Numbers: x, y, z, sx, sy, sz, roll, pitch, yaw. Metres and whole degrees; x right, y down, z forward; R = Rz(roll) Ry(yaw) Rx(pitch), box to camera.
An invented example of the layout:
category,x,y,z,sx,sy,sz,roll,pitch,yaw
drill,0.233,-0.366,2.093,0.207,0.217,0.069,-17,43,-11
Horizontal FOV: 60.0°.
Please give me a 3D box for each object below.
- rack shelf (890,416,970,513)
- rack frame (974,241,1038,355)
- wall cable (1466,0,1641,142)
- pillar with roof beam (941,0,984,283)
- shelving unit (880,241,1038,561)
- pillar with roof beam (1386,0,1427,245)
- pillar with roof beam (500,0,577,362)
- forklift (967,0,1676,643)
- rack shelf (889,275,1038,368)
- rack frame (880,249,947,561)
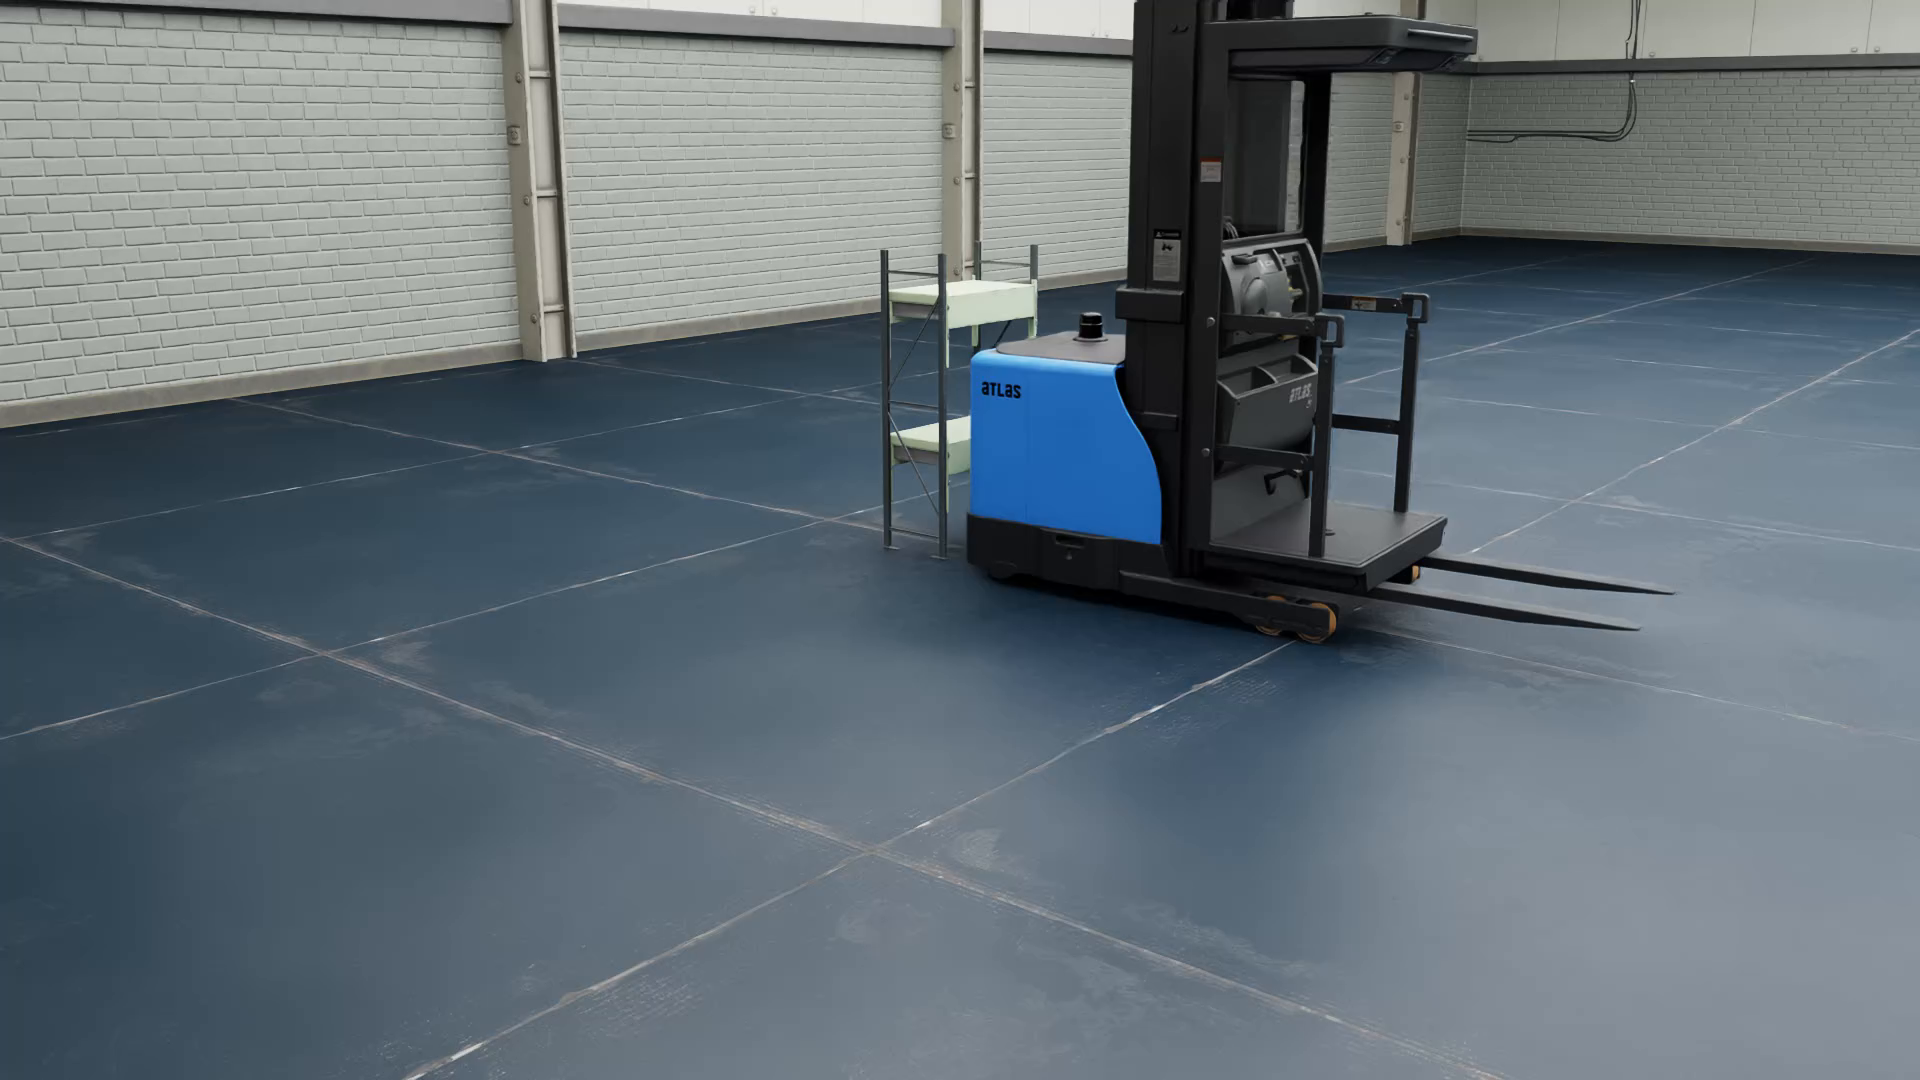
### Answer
category,x,y,z,sx,sy,sz,roll,pitch,yaw
rack shelf,0.004,-0.412,8.524,0.431,0.370,0.720,11,18,38
rack frame,0.234,-0.798,8.719,0.400,1.500,0.023,11,18,38
wall cable,10.450,-8.324,29.419,3.097,2.526,0.112,11,18,38
pillar with roof beam,3.376,-6.505,15.953,9.100,9.000,0.400,11,18,38
shelving unit,0.004,-0.728,8.443,0.431,1.500,0.755,11,18,38
pillar with roof beam,10.918,-8.803,24.999,9.100,9.000,0.400,11,18,38
pillar with roof beam,-0.395,-5.356,11.430,9.100,9.000,0.400,11,18,38
forklift,1.537,-1.139,7.156,3.031,2.935,1.130,10,17,33
rack shelf,0.004,-1.106,8.347,0.431,0.370,0.720,11,18,38
rack frame,-0.226,-0.658,8.167,0.400,1.500,0.023,11,18,38
